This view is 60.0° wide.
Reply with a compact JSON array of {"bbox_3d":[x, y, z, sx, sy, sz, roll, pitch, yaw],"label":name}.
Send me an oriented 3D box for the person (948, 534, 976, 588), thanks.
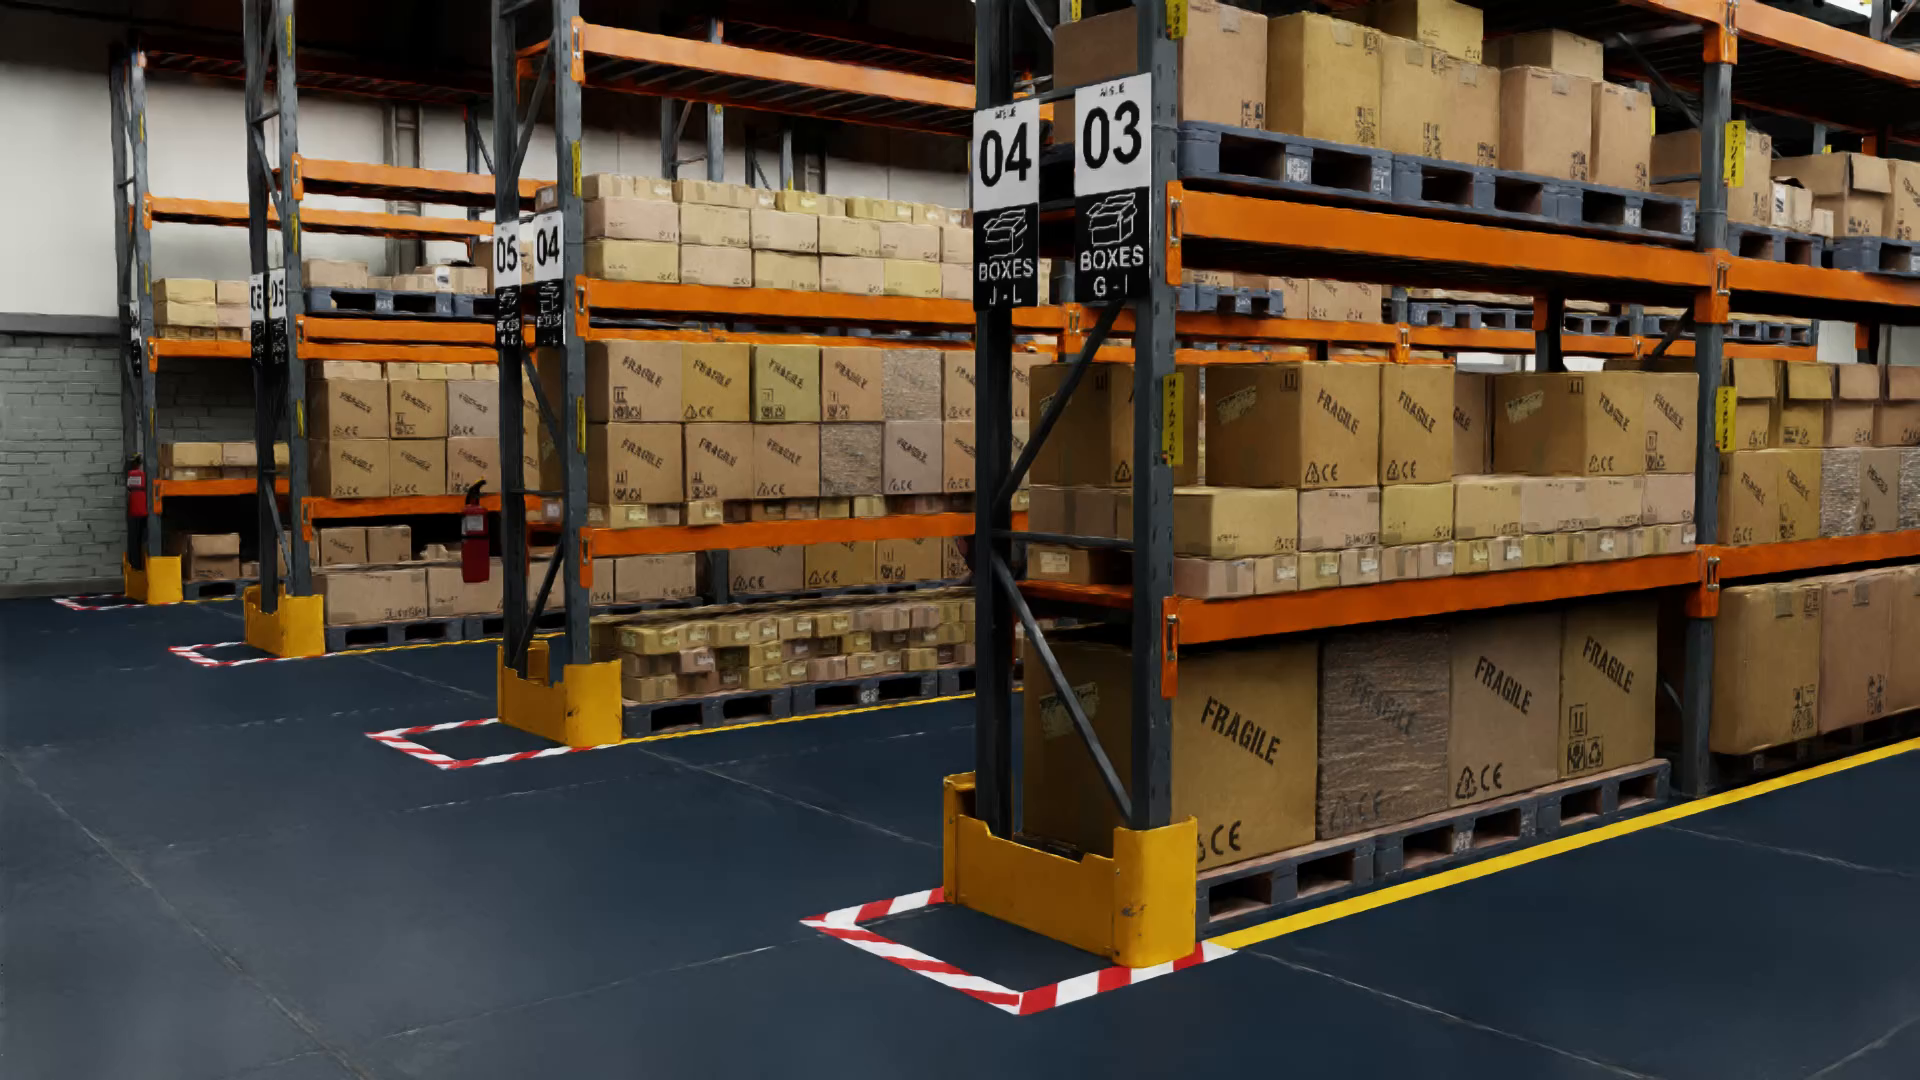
[{"bbox_3d":[0.090,-0.027,15.684,0.660,1.700,0.585,2,5,26],"label":"person"}]
